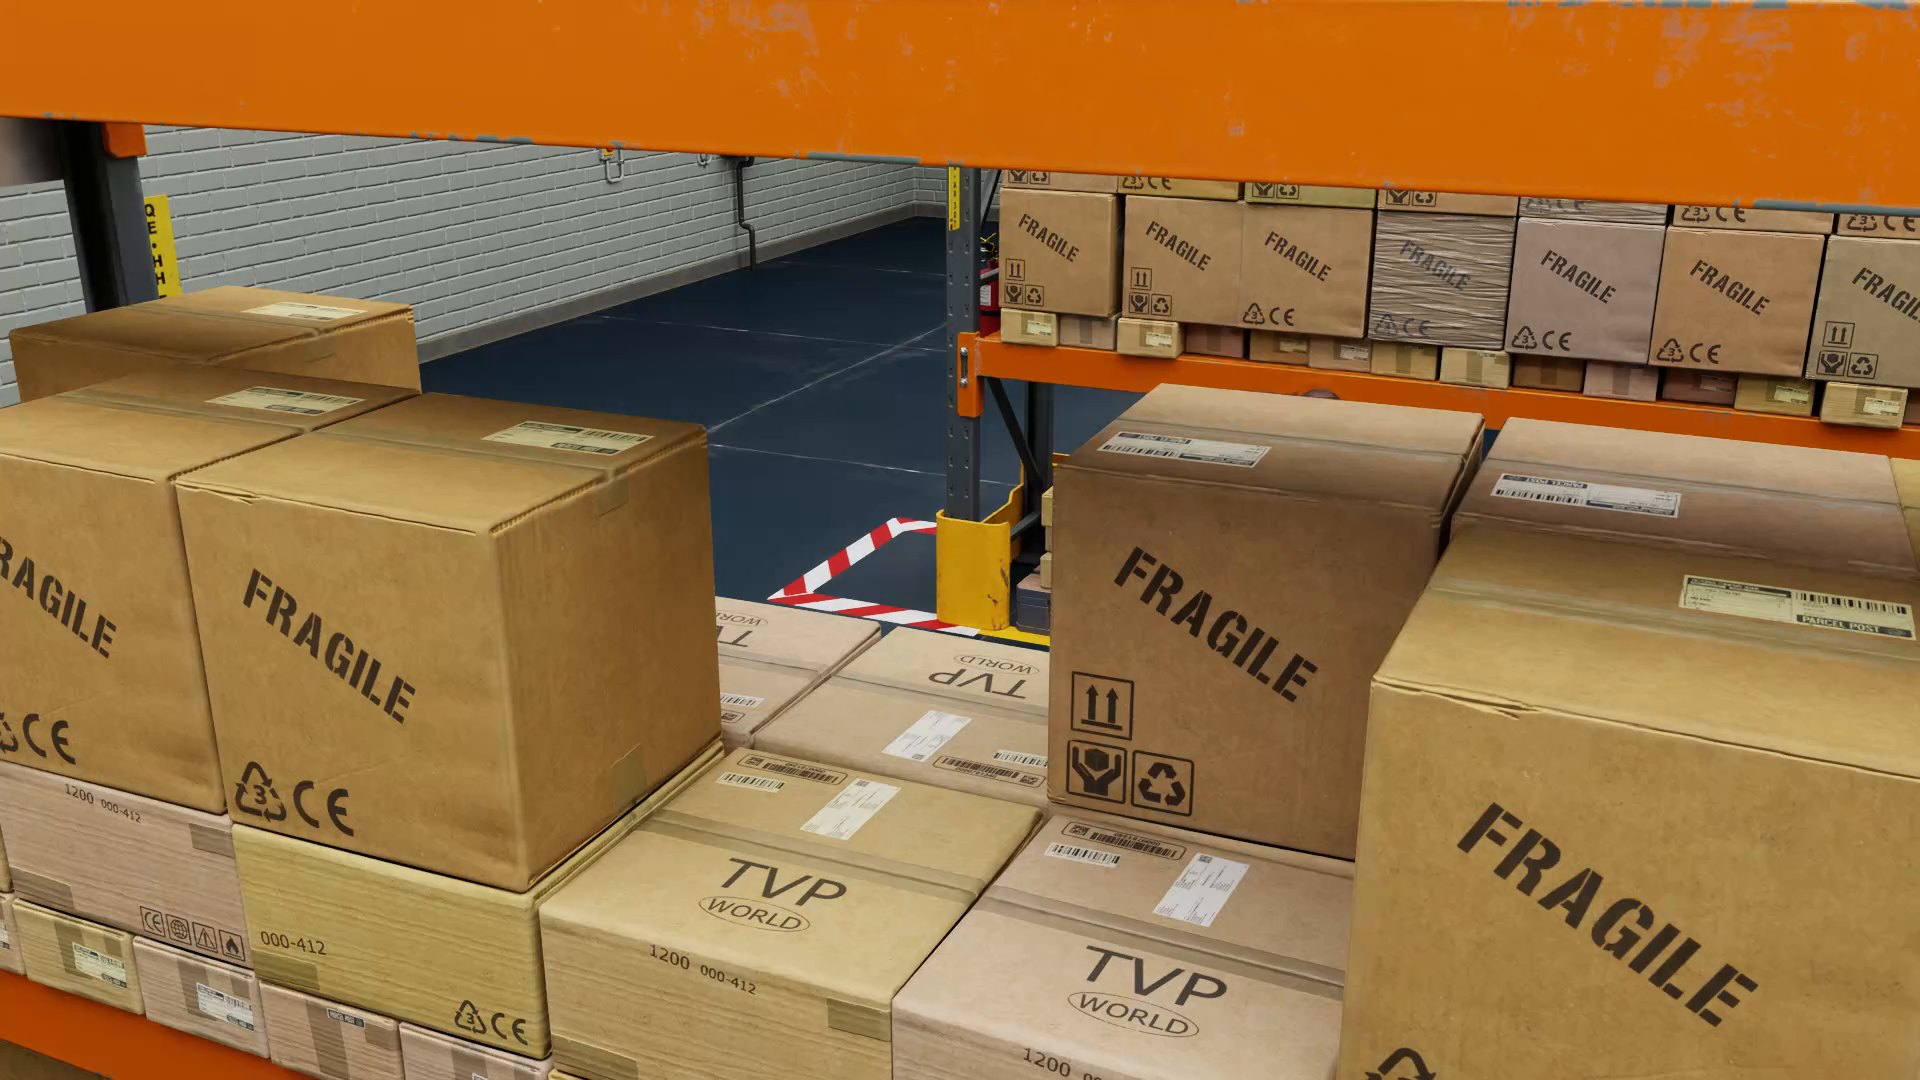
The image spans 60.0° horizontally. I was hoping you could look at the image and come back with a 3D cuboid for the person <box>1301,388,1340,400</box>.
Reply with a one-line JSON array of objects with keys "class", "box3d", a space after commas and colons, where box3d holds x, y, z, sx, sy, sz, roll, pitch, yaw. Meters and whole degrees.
[{"class": "person", "box3d": [1.049, 0.171, 5.902, 0.574, 1.469, 0.488, 4, 20, 12]}]
